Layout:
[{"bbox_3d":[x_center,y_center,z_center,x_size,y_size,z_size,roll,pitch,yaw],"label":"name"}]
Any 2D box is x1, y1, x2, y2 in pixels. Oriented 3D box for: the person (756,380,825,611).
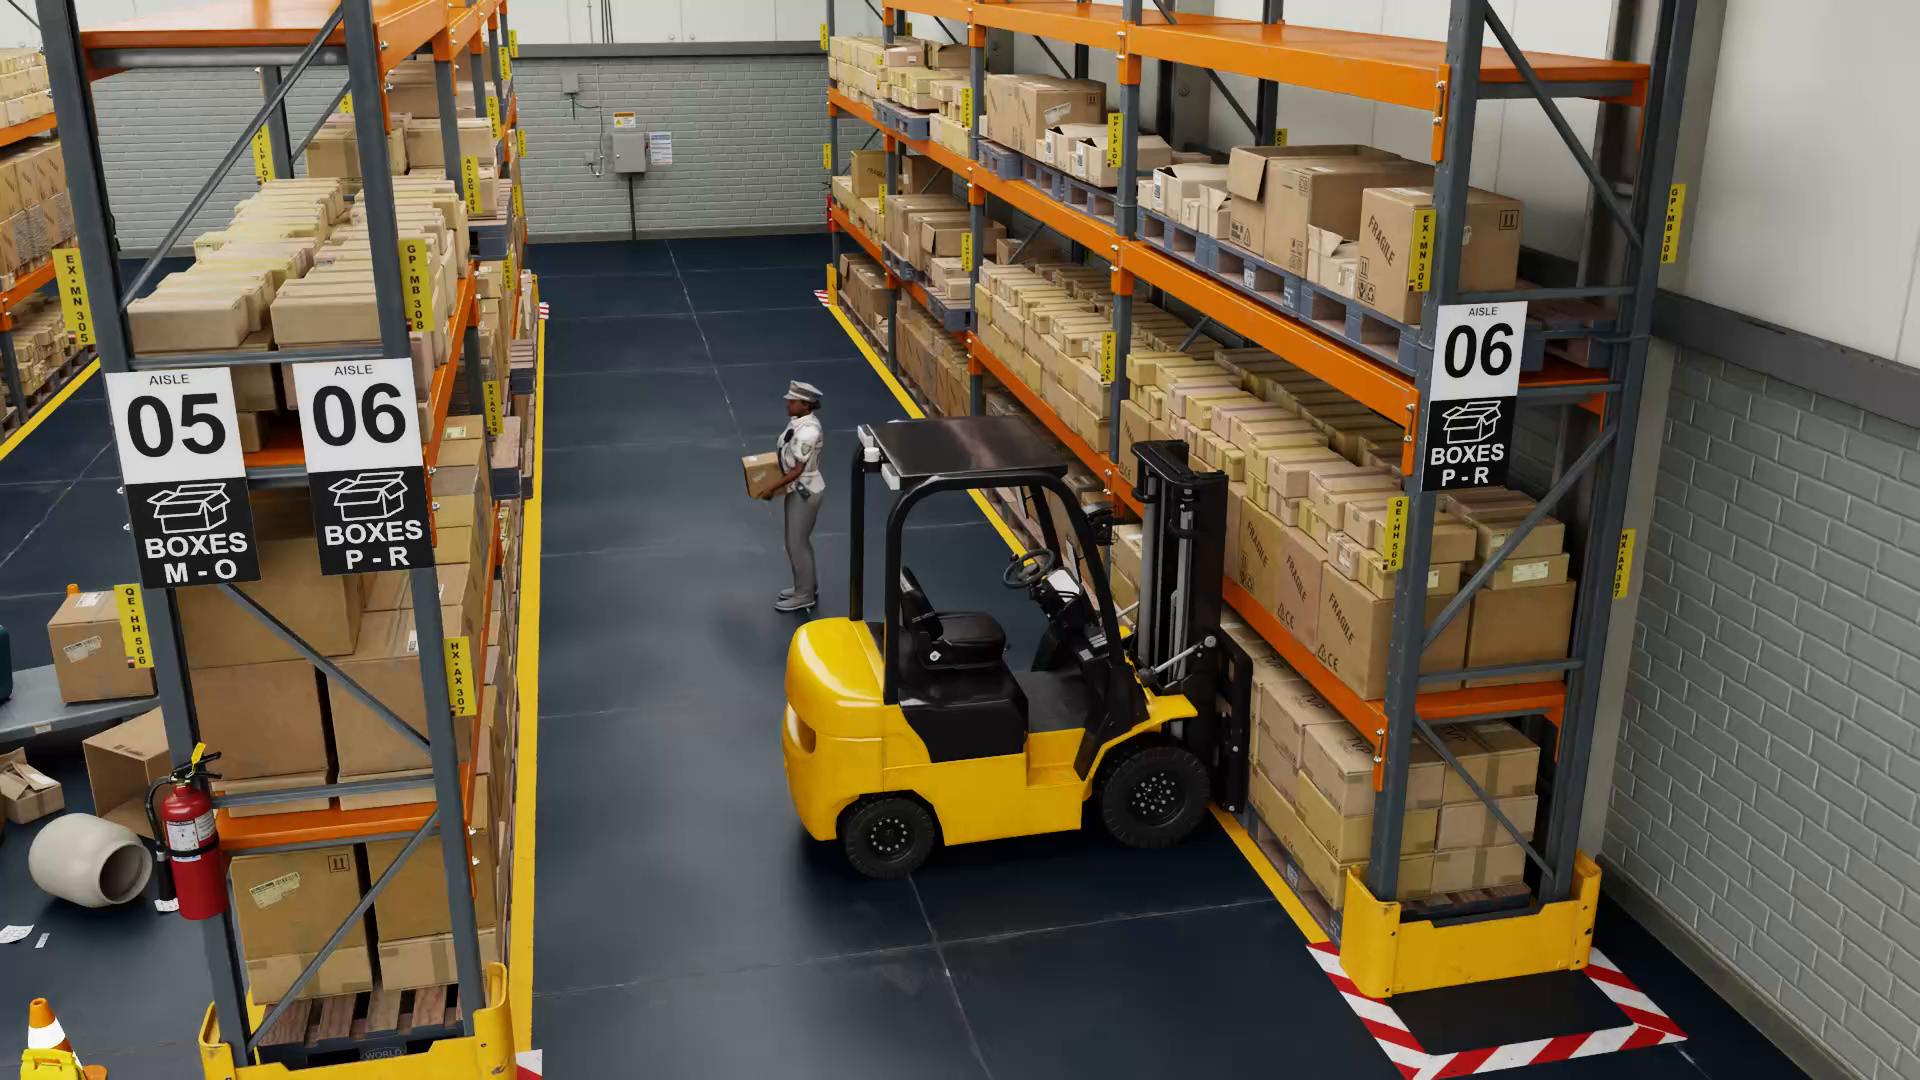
[{"bbox_3d":[-1.224,-0.330,11.958,0.510,1.691,0.449,-4,20,-12],"label":"person"}]
